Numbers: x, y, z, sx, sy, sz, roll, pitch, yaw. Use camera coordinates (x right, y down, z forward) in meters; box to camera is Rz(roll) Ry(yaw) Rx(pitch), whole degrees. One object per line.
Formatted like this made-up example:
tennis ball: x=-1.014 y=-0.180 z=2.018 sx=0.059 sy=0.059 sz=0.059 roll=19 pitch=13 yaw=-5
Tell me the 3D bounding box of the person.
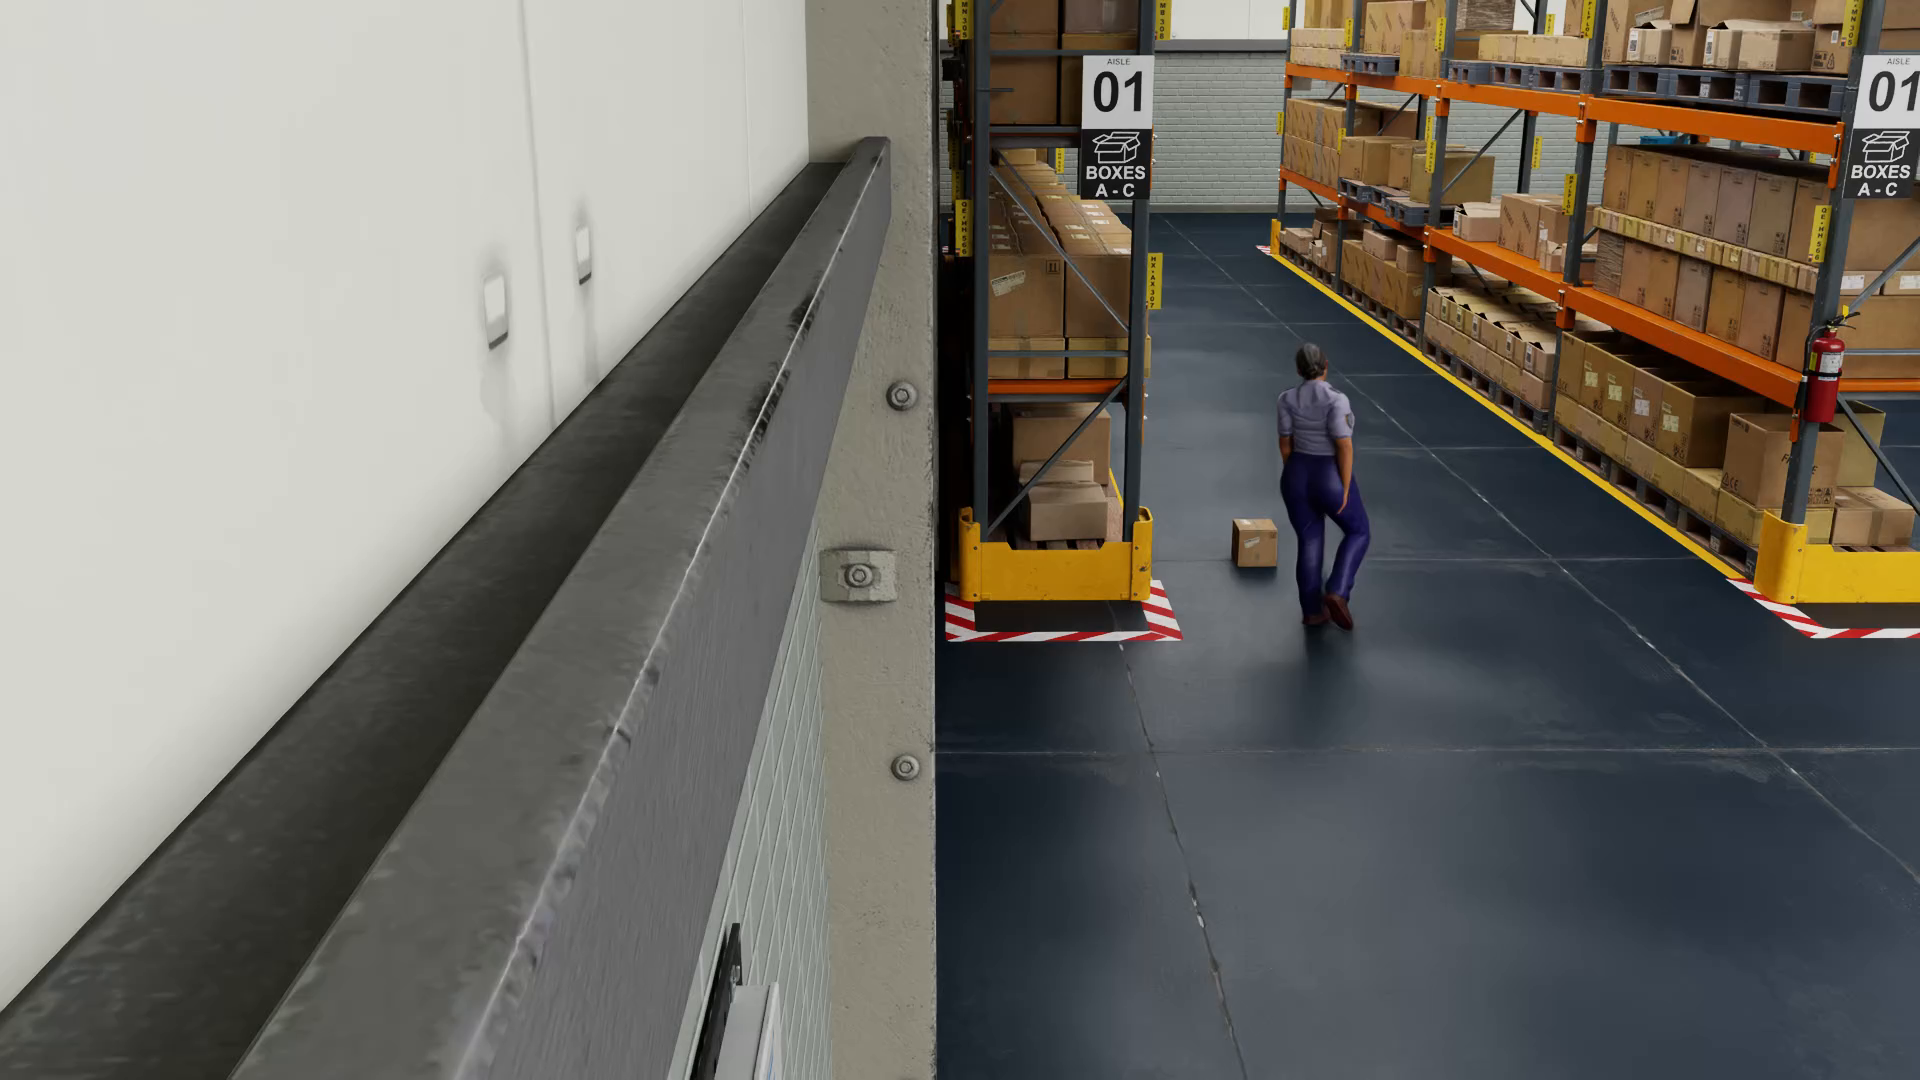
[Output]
person: x=2.078 y=-0.309 z=9.534 sx=0.550 sy=1.637 sz=0.438 roll=12 pitch=21 yaw=33
